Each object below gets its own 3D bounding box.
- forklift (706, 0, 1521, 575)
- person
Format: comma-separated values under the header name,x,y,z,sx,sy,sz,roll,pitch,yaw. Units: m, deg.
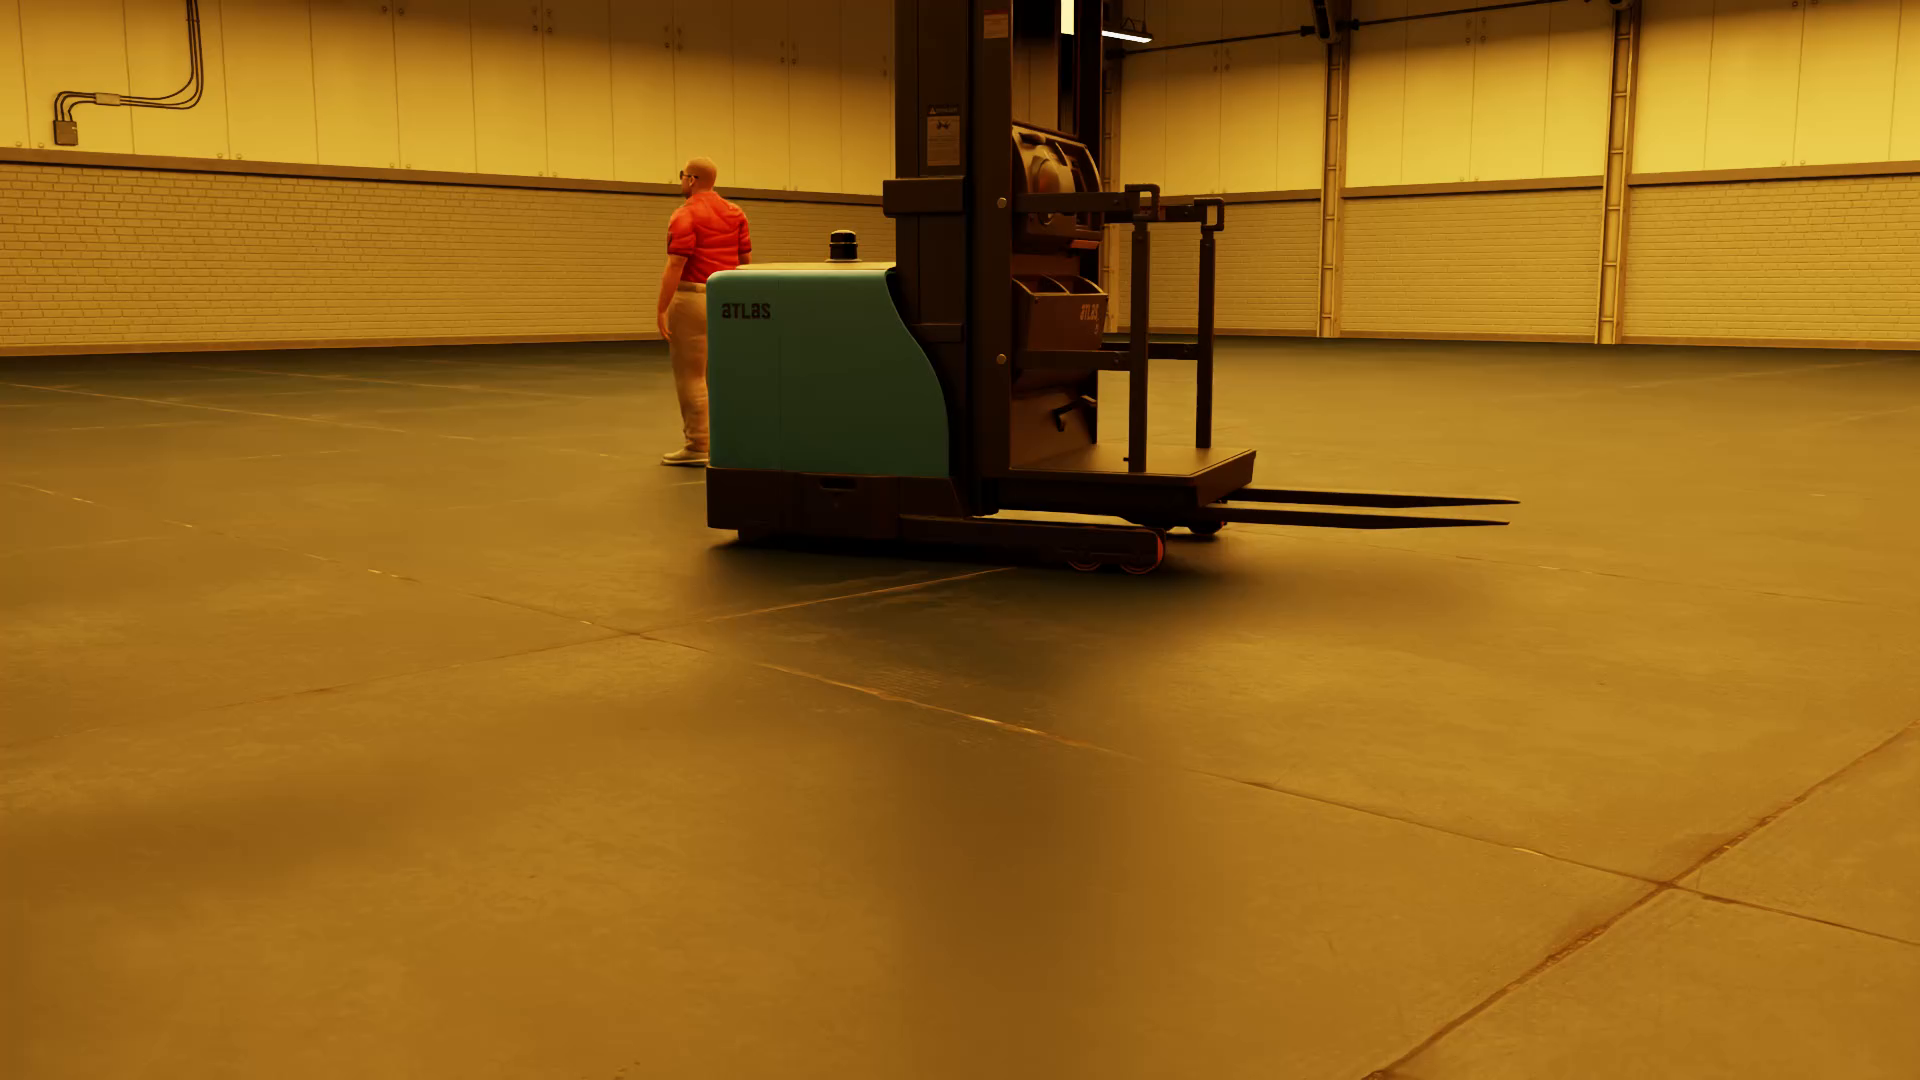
name,x,y,z,sx,sy,sz,roll,pitch,yaw
forklift,0.565,-1.416,6.275,3.031,2.935,1.130,3,9,22
person,-1.525,-1.296,9.496,0.534,1.733,0.628,7,11,39
